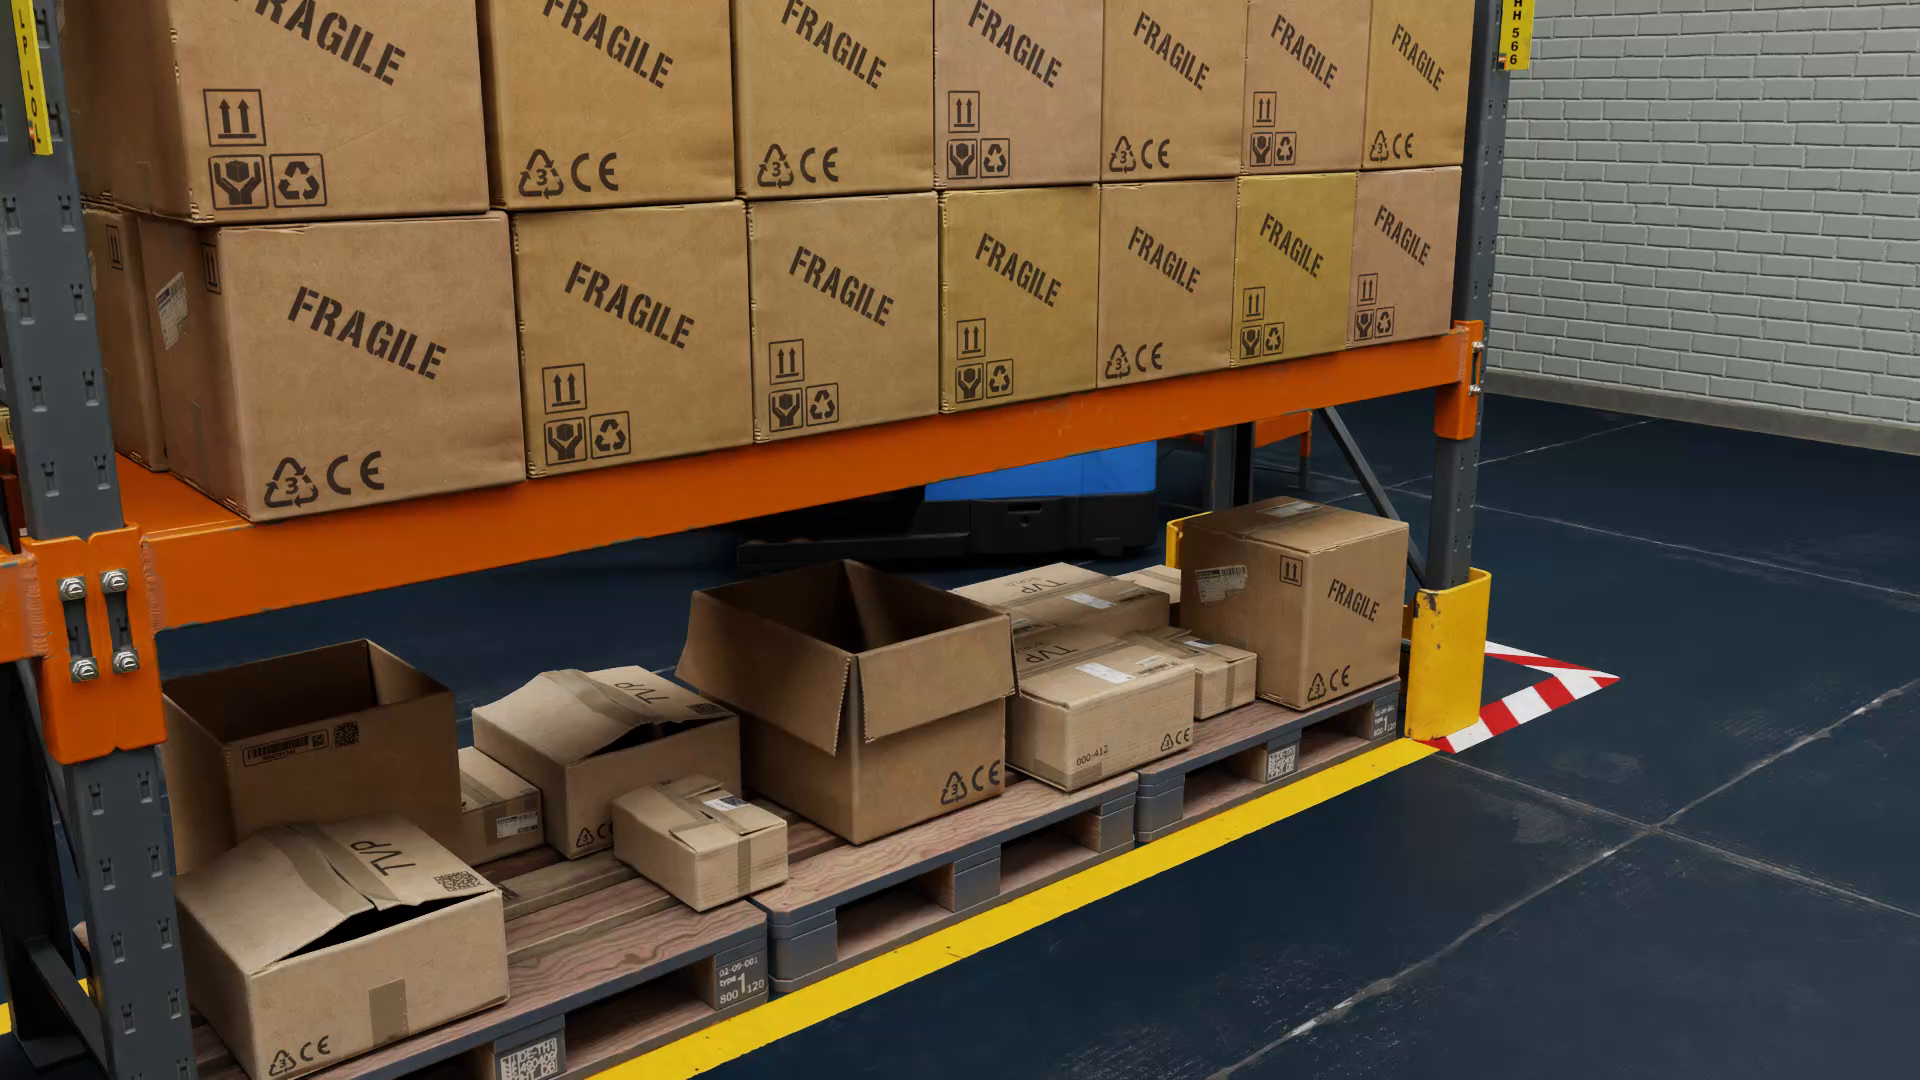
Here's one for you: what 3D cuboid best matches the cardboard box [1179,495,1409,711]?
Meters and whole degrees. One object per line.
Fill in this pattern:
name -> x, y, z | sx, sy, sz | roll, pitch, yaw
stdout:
cardboard box -> 1.046, 0.182, 5.246 | 0.500, 0.500, 0.500 | -13, 19, -39

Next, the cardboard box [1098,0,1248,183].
cardboard box -> 0.370, -1.181, 4.227 | 0.500, 0.500, 0.500 | -12, 19, -38

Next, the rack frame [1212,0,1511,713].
rack frame -> 1.294, -0.953, 5.505 | 0.127, 3.000, 1.000 | -13, 19, -39

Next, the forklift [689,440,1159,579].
forklift -> -0.678, -1.396, 7.295 | 3.031, 2.935, 1.130 | -2, 15, -9

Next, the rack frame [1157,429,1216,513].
rack frame -> 1.005, -0.641, 7.971 | 0.500, 1.125, 0.032 | 11, 19, 36

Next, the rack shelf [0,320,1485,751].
rack shelf -> -0.215, -0.267, 4.329 | 4.000, 0.370, 1.077 | -13, 19, -39

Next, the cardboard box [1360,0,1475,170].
cardboard box -> 1.139, -1.355, 4.880 | 0.500, 0.500, 0.500 | -13, 20, -40

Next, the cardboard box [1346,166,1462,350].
cardboard box -> 1.135, -0.872, 5.010 | 0.500, 0.500, 0.500 | -12, 19, -38

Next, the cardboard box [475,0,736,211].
cardboard box -> -0.794, -0.919, 3.247 | 0.500, 0.500, 0.500 | -13, 20, -41

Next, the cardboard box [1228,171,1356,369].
cardboard box -> 0.746, -0.784, 4.678 | 0.500, 0.500, 0.500 | -12, 19, -39

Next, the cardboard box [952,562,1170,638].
cardboard box -> 0.321, 0.285, 5.348 | 0.500, 0.250, 0.500 | -13, 19, -39

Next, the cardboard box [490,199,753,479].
cardboard box -> -0.776, -0.444, 3.407 | 0.500, 0.500, 0.500 | -12, 19, -38

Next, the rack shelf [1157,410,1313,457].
rack shelf -> 1.316, -0.509, 8.422 | 0.538, 0.278, 1.000 | 11, 19, 36

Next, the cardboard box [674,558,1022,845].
cardboard box -> -0.309, 0.399, 4.429 | 0.637, 0.503, 0.797 | -13, 19, -39

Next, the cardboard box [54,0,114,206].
cardboard box -> -1.512, -0.943, 3.335 | 0.500, 0.500, 0.500 | -13, 19, -39

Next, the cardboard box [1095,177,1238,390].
cardboard box -> 0.366, -0.700, 4.366 | 0.500, 0.500, 0.500 | -12, 19, -39

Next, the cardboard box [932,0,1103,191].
cardboard box -> -0.017, -1.094, 3.901 | 0.500, 0.500, 0.500 | -12, 19, -38

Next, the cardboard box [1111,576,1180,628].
cardboard box -> 0.564, 0.250, 5.640 | 0.250, 0.166, 0.380 | -13, 19, -39

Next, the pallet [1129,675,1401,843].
pallet -> 0.636, 0.543, 5.310 | 1.213, 0.211, 1.003 | -13, 19, -39

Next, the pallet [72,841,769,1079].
pallet -> -1.205, 0.956, 3.763 | 1.213, 0.211, 1.003 | -13, 19, -39

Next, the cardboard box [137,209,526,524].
cardboard box -> -1.160, -0.357, 3.080 | 0.500, 0.500, 0.500 | -12, 19, -38

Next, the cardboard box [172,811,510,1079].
cardboard box -> -1.265, 0.782, 3.367 | 0.500, 0.311, 0.500 | -13, 19, -39

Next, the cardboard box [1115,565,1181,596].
cardboard box -> 0.753, 0.216, 5.801 | 0.250, 0.149, 0.380 | -13, 19, -39

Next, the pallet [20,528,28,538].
pallet -> -4.353, -0.005, 7.361 | 1.213, 0.211, 1.003 | -13, 19, -39

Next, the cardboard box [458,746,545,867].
cardboard box -> -1.236, 0.663, 4.129 | 0.250, 0.149, 0.380 | -13, 19, -39

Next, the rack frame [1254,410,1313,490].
rack frame -> 1.628, -0.849, 8.747 | 0.500, 1.125, 0.032 | 11, 19, 36

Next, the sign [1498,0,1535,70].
sign -> 1.643, -1.554, 4.897 | 0.005, 0.325, 0.100 | -13, 19, -39

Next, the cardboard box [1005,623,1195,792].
cardboard box -> 0.309, 0.458, 4.698 | 0.500, 0.250, 0.500 | -13, 19, -39

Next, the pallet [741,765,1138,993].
pallet -> -0.284, 0.748, 4.541 | 1.213, 0.211, 1.003 | -13, 19, -39

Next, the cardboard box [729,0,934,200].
cardboard box -> -0.406, -1.006, 3.573 | 0.500, 0.500, 0.500 | -13, 20, -41

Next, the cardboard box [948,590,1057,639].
cardboard box -> -0.057, 0.369, 5.031 | 0.500, 0.250, 0.500 | -13, 19, -39

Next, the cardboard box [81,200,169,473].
cardboard box -> -1.515, -0.458, 3.459 | 0.500, 0.500, 0.500 | -12, 19, -38

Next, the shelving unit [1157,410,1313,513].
shelving unit -> 1.316, -0.745, 8.359 | 0.538, 1.125, 1.048 | 11, 19, 36

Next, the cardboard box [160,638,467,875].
cardboard box -> -1.480, 0.568, 3.802 | 0.500, 0.500, 0.500 | -13, 19, -39

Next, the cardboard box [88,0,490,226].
cardboard box -> -1.183, -0.832, 2.920 | 0.500, 0.500, 0.500 | -12, 19, -38

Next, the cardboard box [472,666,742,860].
cardboard box -> -0.914, 0.532, 4.302 | 0.500, 0.311, 0.500 | -13, 19, -39

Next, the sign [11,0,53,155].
sign -> -1.356, -0.727, 2.416 | 0.005, 0.325, 0.100 | -13, 19, -39

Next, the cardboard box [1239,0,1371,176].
cardboard box -> 0.758, -1.270, 4.559 | 0.500, 0.500, 0.500 | -12, 19, -38

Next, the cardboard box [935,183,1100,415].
cardboard box -> -0.014, -0.615, 4.046 | 0.500, 0.500, 0.500 | -13, 20, -40

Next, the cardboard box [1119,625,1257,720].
cardboard box -> 0.681, 0.395, 5.098 | 0.250, 0.166, 0.380 | -13, 19, -39

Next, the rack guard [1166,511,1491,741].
rack guard -> 1.237, 0.268, 5.779 | 0.348, 0.500, 1.175 | -13, 19, -39

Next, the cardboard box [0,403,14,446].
cardboard box -> -4.346, -0.341, 7.244 | 0.500, 0.500, 0.700 | -12, 19, -39

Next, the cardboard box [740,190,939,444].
cardboard box -> -0.397, -0.529, 3.722 | 0.500, 0.500, 0.500 | -13, 20, -40

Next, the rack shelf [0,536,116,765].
rack shelf -> -3.232, 0.411, 1.792 | 4.000, 0.370, 1.077 | -13, 19, -39

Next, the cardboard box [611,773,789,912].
cardboard box -> -0.619, 0.704, 3.941 | 0.250, 0.166, 0.380 | -13, 19, -39

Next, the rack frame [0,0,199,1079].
rack frame -> -1.723, -0.275, 2.968 | 0.127, 3.000, 1.000 | -13, 19, -39
